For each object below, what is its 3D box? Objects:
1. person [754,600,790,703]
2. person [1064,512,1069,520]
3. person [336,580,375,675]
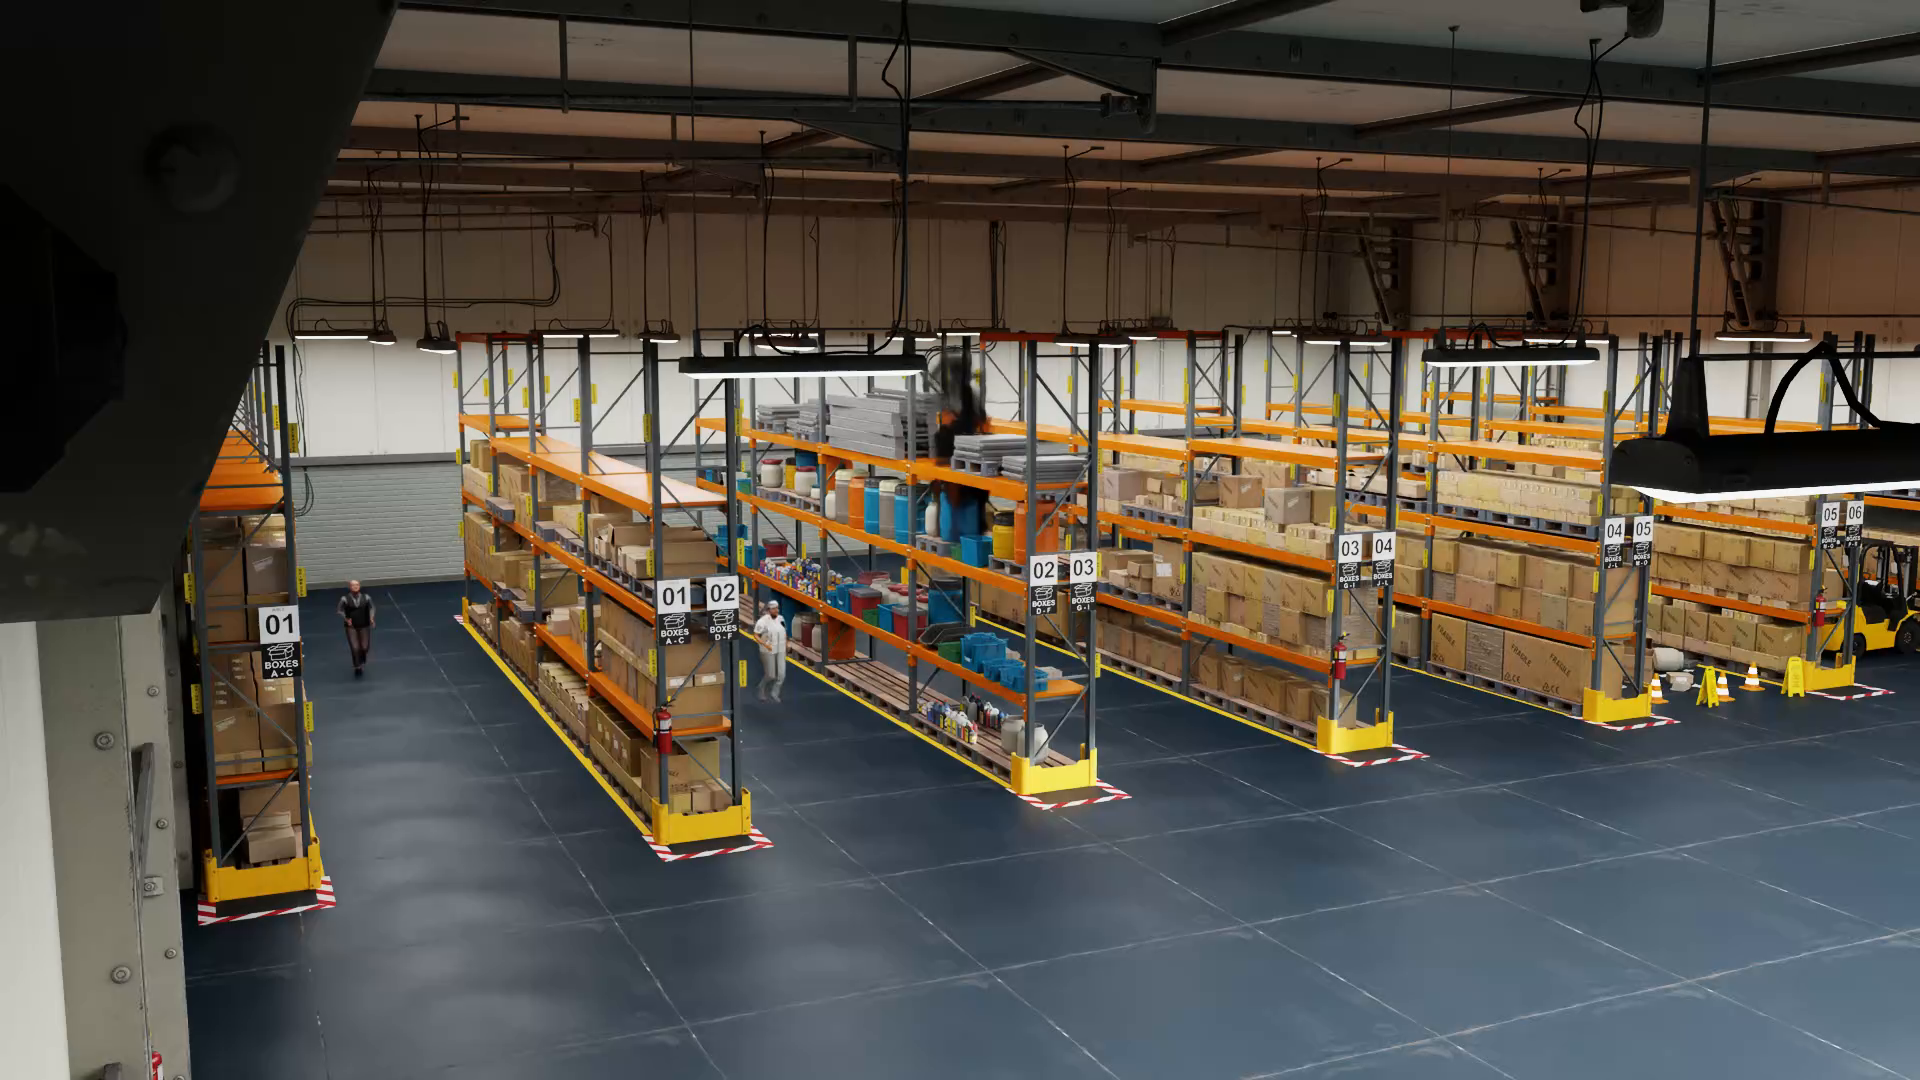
[{"bbox_3d":[-2.939,1.754,26.098,0.595,1.641,0.518,-5,9,-34],"label":"person"},{"bbox_3d":[2.598,0.022,41.084,0.559,1.566,0.590,7,10,41],"label":"person"},{"bbox_3d":[-10.688,1.543,29.479,0.661,1.682,0.585,-4,9,-27],"label":"person"}]
